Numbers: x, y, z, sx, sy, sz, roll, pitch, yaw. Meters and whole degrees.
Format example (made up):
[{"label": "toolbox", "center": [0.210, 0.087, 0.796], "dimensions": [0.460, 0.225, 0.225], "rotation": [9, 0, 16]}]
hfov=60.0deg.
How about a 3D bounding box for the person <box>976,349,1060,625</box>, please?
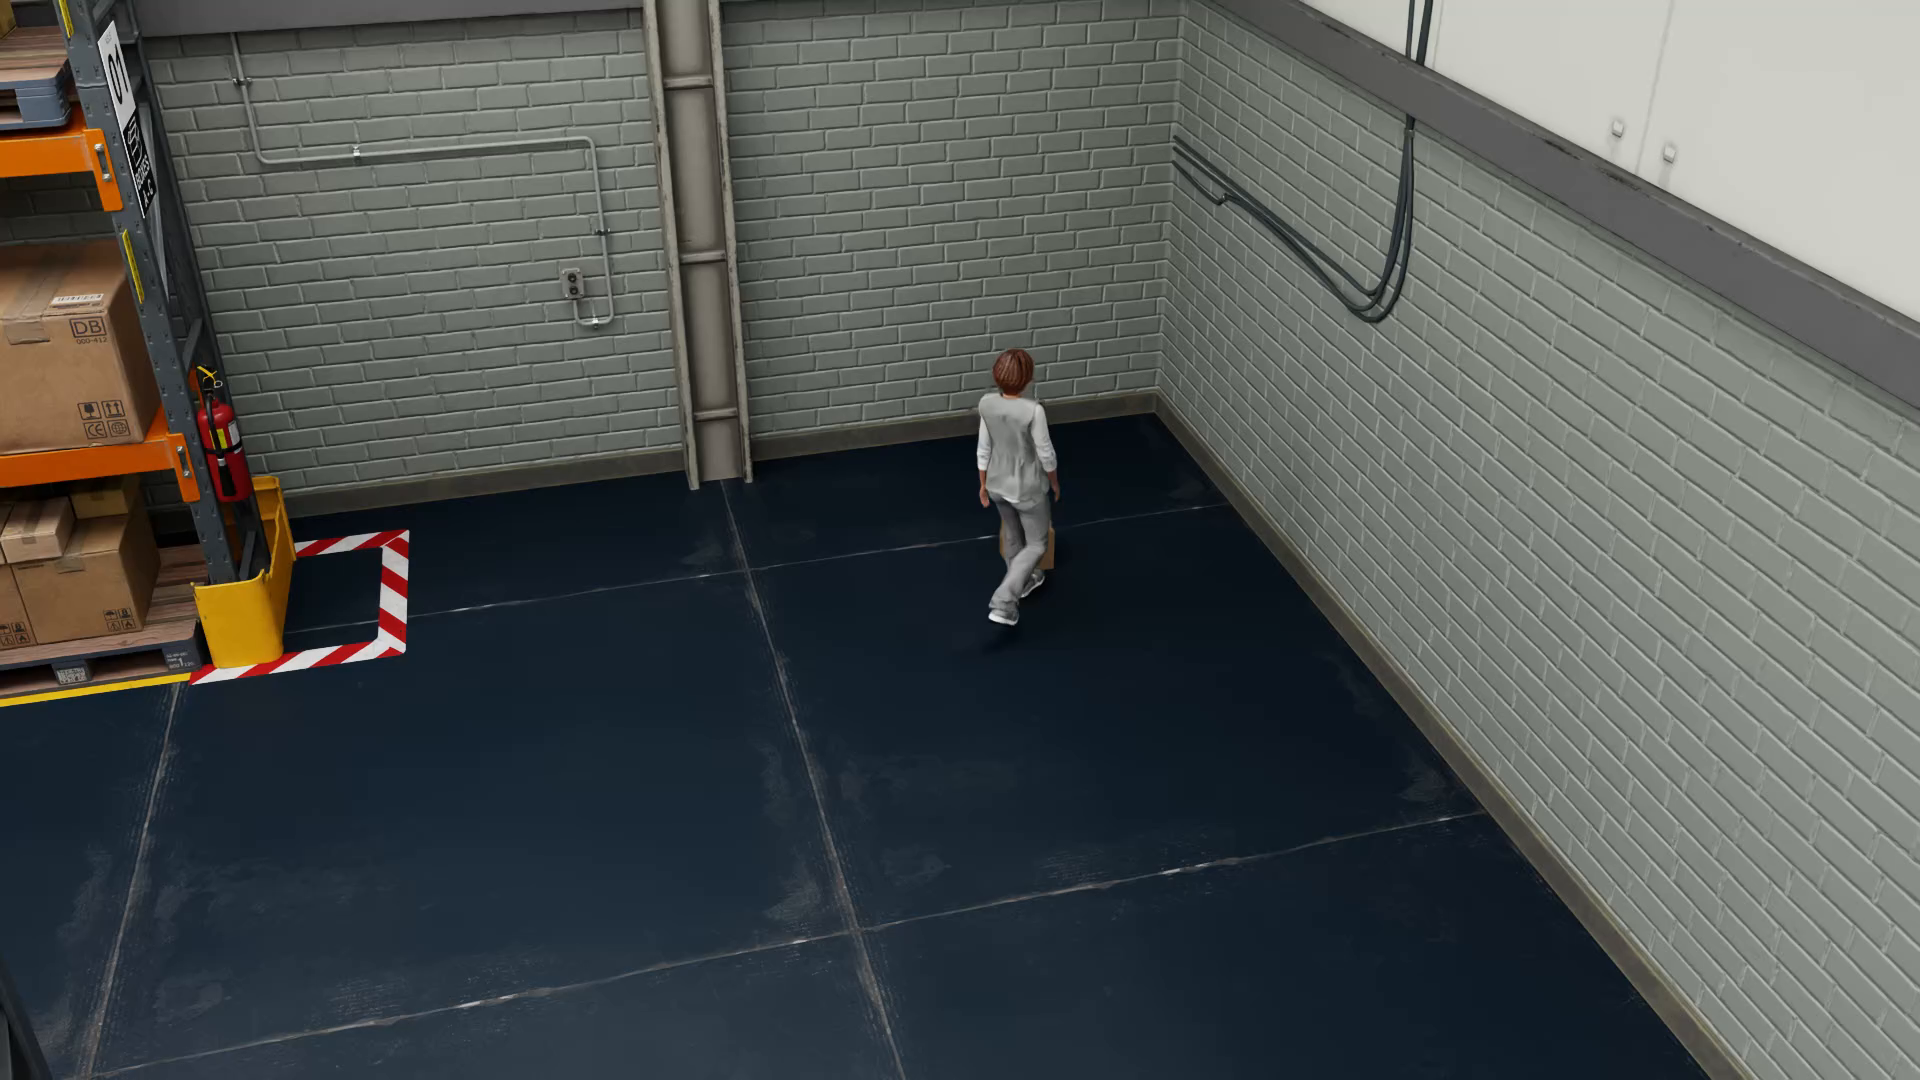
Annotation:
[{"label": "person", "center": [0.310, -0.283, 8.708], "dimensions": [0.427, 1.570, 0.763], "rotation": [19, 35, 28]}]
